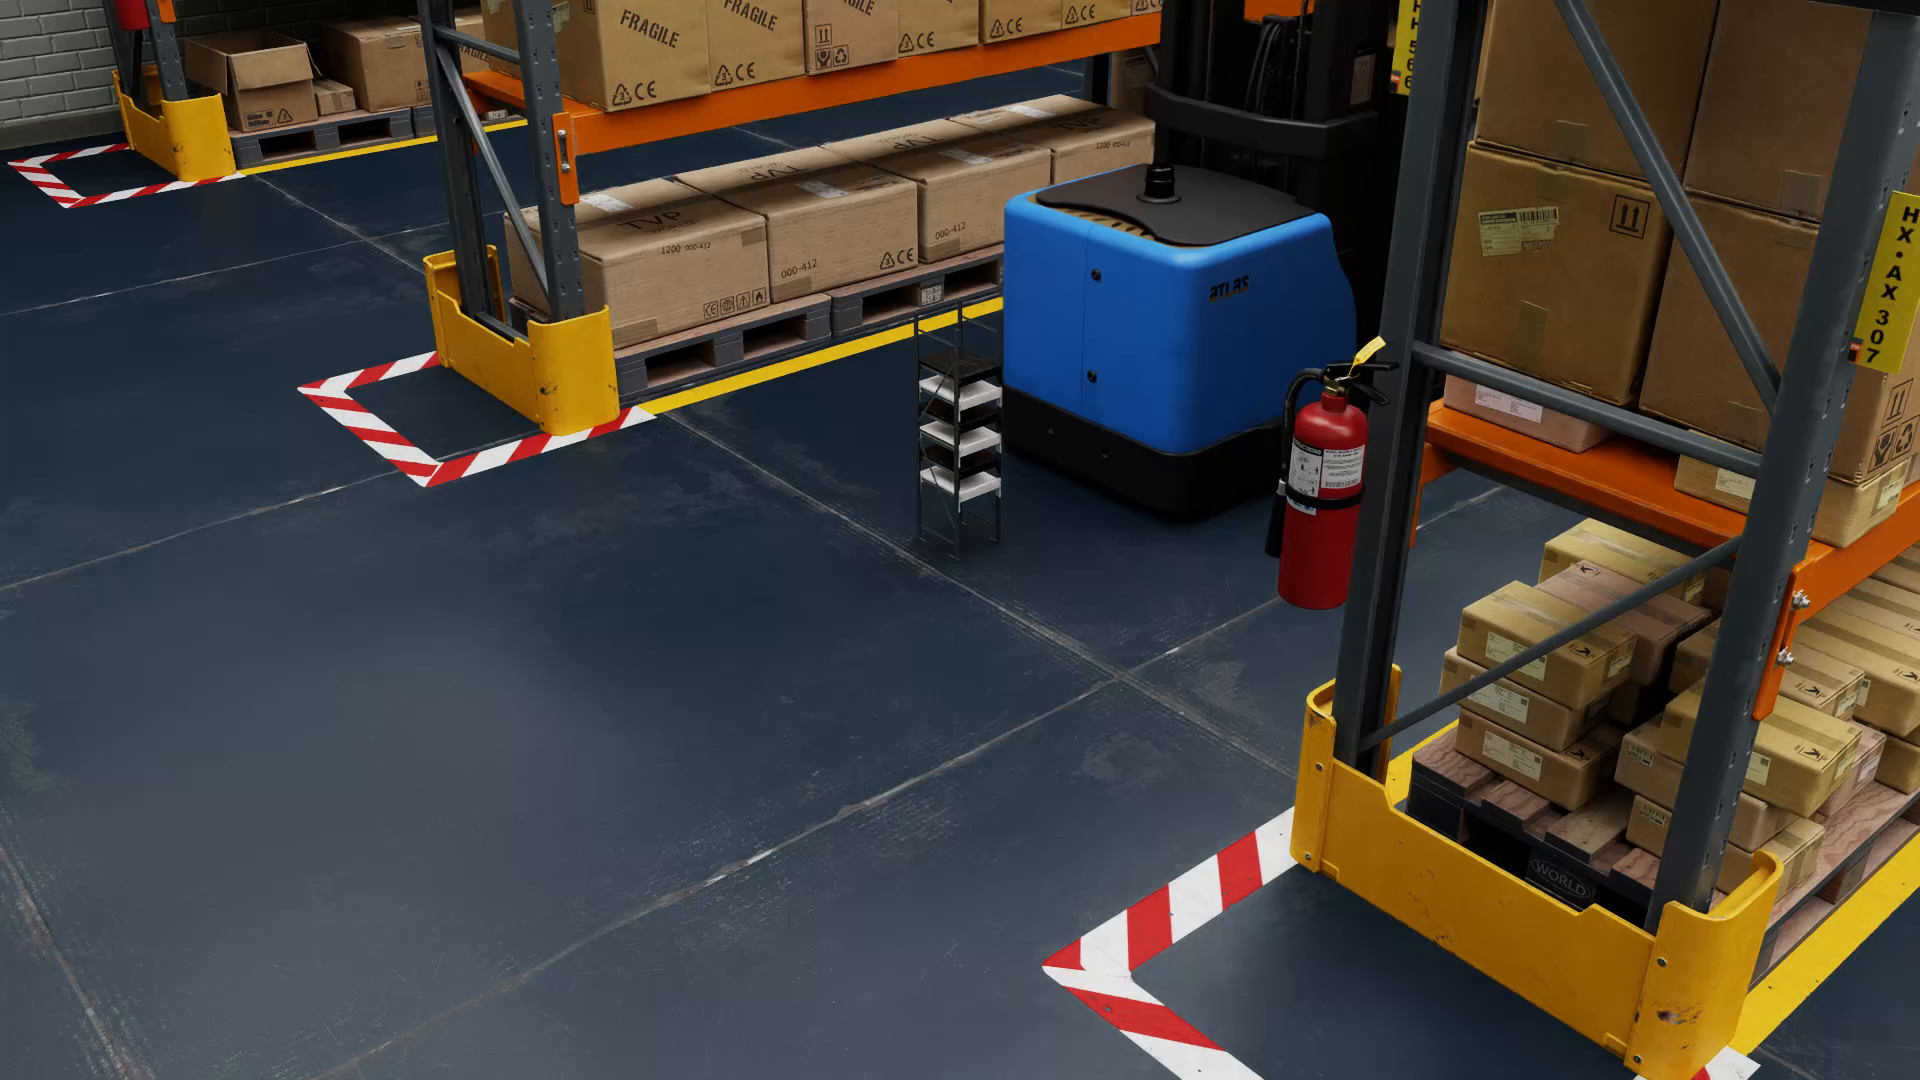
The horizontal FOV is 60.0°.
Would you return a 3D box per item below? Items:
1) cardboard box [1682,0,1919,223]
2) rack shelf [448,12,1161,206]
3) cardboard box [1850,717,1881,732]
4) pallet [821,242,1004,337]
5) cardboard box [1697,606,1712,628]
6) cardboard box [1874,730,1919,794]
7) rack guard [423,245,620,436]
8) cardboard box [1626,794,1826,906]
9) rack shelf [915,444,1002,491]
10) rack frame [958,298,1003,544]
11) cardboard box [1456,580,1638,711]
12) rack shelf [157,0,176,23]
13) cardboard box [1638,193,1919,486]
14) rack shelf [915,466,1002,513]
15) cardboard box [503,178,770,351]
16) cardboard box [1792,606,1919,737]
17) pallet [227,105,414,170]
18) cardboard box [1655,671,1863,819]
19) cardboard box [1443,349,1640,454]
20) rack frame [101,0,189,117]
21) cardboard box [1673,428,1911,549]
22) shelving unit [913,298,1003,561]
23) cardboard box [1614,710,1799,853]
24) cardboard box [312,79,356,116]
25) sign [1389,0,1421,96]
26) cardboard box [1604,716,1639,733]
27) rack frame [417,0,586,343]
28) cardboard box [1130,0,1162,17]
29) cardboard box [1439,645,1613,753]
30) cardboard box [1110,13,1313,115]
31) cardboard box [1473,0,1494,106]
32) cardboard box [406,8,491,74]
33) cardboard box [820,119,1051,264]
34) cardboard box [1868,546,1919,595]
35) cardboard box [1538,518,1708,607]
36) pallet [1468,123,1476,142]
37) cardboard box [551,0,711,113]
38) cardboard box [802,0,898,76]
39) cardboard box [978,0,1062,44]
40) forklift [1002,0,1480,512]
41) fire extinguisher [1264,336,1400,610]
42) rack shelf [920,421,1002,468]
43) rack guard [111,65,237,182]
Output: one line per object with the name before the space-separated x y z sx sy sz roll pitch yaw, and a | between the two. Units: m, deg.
cardboard box | 1.856 -0.936 3.336 0.500 0.500 0.500 -22 35 -35
rack shelf | -0.426 -2.316 8.164 4.000 0.370 1.077 -22 35 -35
cardboard box | 2.281 0.425 4.535 0.250 0.149 0.380 -21 35 -34
pallet | -0.462 -1.435 8.711 1.213 0.211 1.003 -22 35 -35
cardboard box | 1.953 0.240 4.881 0.250 0.149 0.380 -24 36 -37
cardboard box | 2.544 0.523 4.668 0.250 0.149 0.380 -21 35 -34
rack guard | -1.966 -0.911 7.425 0.348 0.500 1.175 -22 35 -35
cardboard box | 1.948 0.750 4.244 0.250 0.149 0.380 -21 35 -34
rack shelf | -0.006 -0.286 6.091 0.200 0.077 0.258 -22 35 -35
rack frame | 0.071 -0.426 6.091 0.006 0.900 0.240 -22 35 -35
cardboard box | 1.580 0.280 4.492 0.250 0.149 0.380 -21 35 -34
rack shelf | -3.651 -4.094 11.492 4.000 0.370 1.077 -22 35 -35
cardboard box | 1.863 -0.491 3.564 0.500 0.500 0.500 -20 34 -33
rack shelf | -0.006 -0.206 6.134 0.200 0.077 0.258 -22 35 -35
cardboard box | -1.510 -1.314 7.799 0.875 0.438 0.875 -23 36 -37
cardboard box | 2.368 0.336 4.387 0.250 0.149 0.380 -22 35 -35
pallet | -4.508 -2.837 11.335 1.213 0.211 1.003 -22 35 -35
cardboard box | 1.961 0.494 4.091 0.250 0.149 0.380 -24 36 -37
cardboard box | 1.407 -0.367 4.021 0.250 0.149 0.380 -22 35 -35
rack frame | -5.172 -3.800 10.178 0.127 3.000 1.000 -22 35 -35
cardboard box | 1.801 -0.148 3.611 0.250 0.149 0.380 -22 35 -35
shelving unit | -0.006 -0.394 6.033 0.210 0.900 0.258 -22 35 -35
cardboard box | 1.907 0.596 4.217 0.250 0.149 0.380 -20 34 -33
cardboard box | -4.297 -2.997 11.254 0.250 0.149 0.380 -24 36 -37
sign | 0.997 -1.132 3.622 0.005 0.325 0.100 -22 35 -35
cardboard box | 1.737 0.444 4.815 0.250 0.149 0.380 -21 34 -33
rack frame | -1.948 -2.021 6.849 0.127 3.000 1.000 -22 35 -35
cardboard box | 0.908 -3.055 8.679 0.500 0.500 0.500 -22 35 -34
cardboard box | 1.558 0.400 4.582 0.250 0.149 0.380 -23 36 -36
cardboard box | 1.515 -2.711 9.949 0.875 0.875 0.875 -21 34 -33
cardboard box | 2.878 -3.264 10.983 0.875 0.875 0.875 -21 35 -34
cardboard box | -3.503 -3.409 11.653 0.500 0.500 0.500 -21 35 -34
cardboard box | -0.133 -1.872 8.844 0.875 0.438 0.875 -23 36 -36
cardboard box | 2.720 0.149 4.737 0.250 0.149 0.380 -20 34 -33
cardboard box | 1.923 0.099 4.831 0.250 0.149 0.380 -23 36 -36
pallet | 3.490 -3.024 11.685 1.213 0.211 1.003 -22 35 -35
cardboard box | -1.396 -2.109 6.908 0.500 0.500 0.500 -22 35 -35
cardboard box | -0.631 -2.423 7.495 0.500 0.500 0.500 -22 35 -35
cardboard box | 0.148 -2.737 8.083 0.500 0.500 0.500 -23 35 -36
forklift | 1.596 -1.970 6.826 3.031 2.935 1.130 -23 35 -36
fire extinguisher | 0.851 -0.167 3.858 0.183 0.674 0.296 -22 35 -35
rack shelf | -0.006 -0.365 6.049 0.200 0.077 0.258 -22 35 -35
rack guard | -5.114 -2.721 10.810 0.348 0.500 1.175 -22 35 -35
